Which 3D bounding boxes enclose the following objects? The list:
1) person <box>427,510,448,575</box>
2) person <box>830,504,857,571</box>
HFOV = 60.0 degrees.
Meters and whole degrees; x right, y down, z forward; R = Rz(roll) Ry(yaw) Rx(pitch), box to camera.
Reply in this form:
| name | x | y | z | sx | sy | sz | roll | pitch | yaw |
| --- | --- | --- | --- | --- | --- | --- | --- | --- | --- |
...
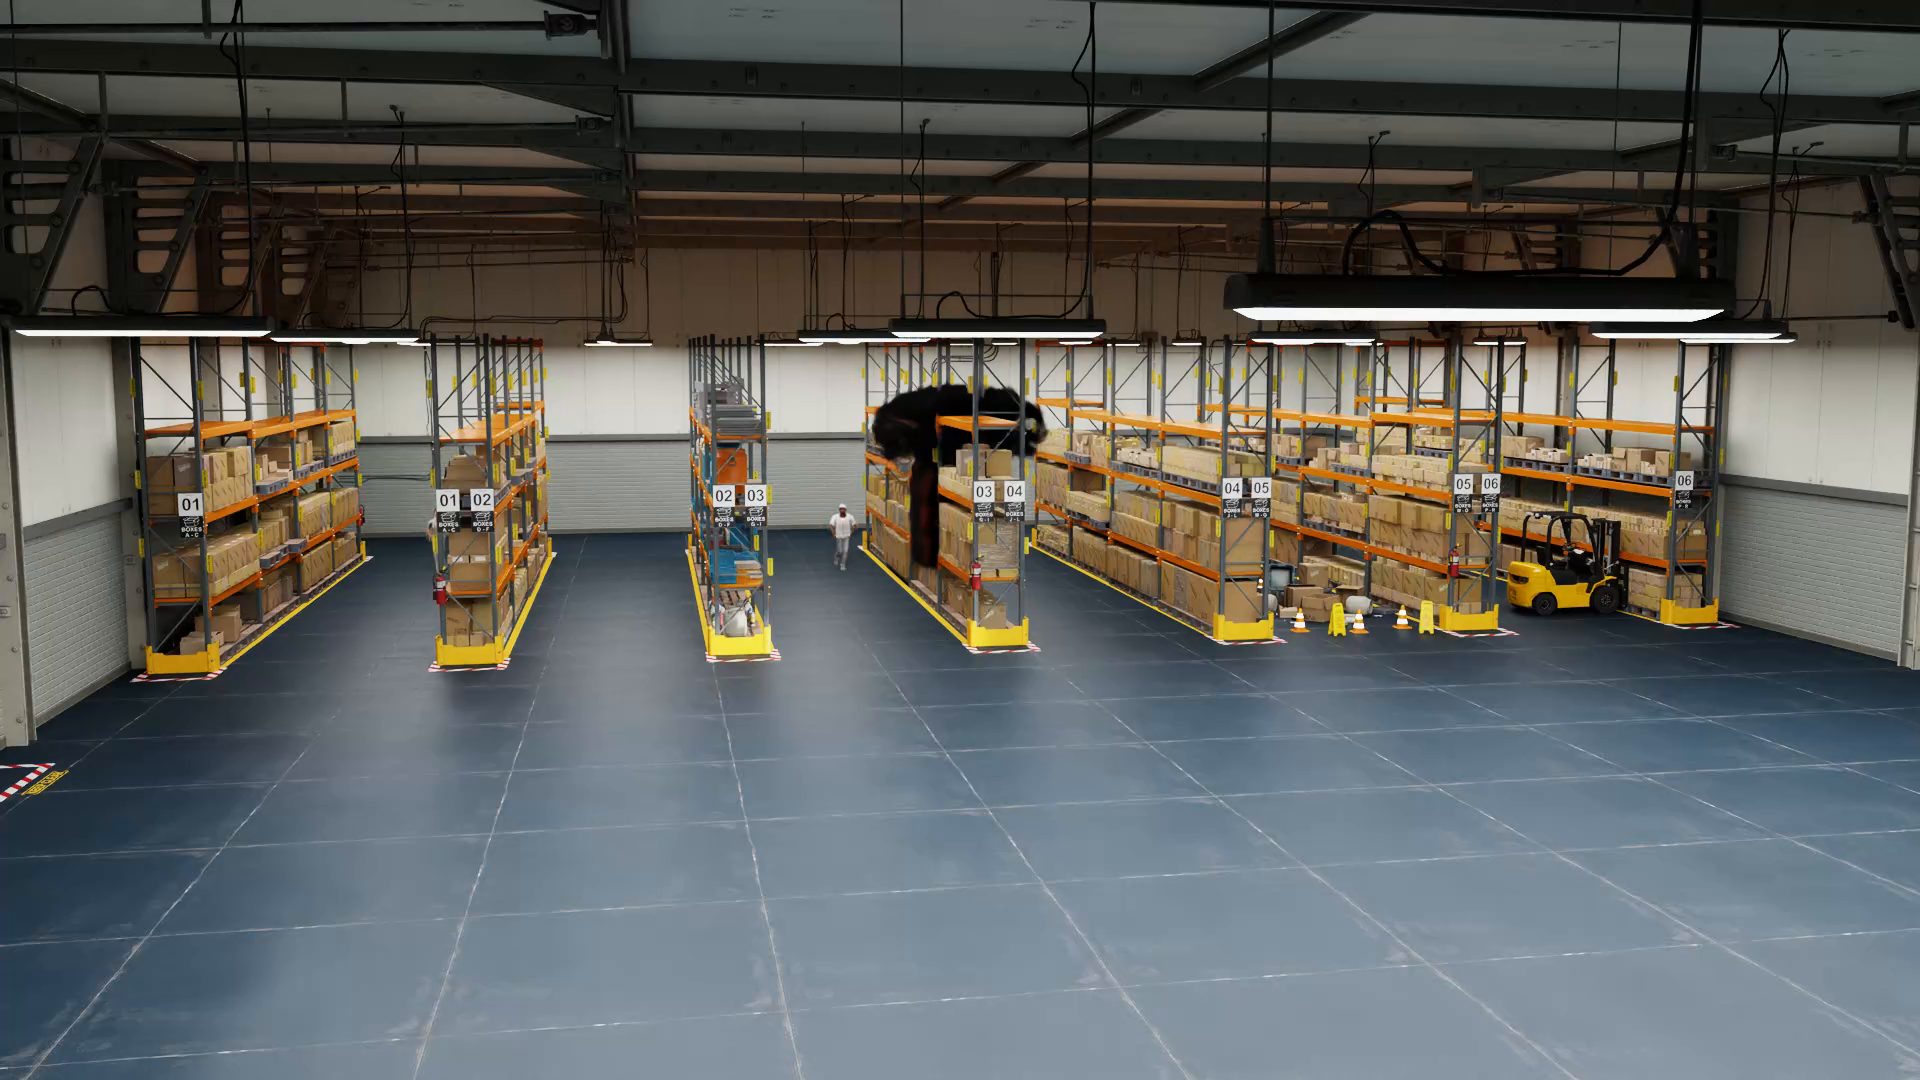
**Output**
| name | x | y | z | sx | sy | sz | roll | pitch | yaw |
| --- | --- | --- | --- | --- | --- | --- | --- | --- | --- |
| person | -13.362 | 0.030 | 42.593 | 0.547 | 1.641 | 0.877 | -2 | 7 | -16 |
| person | -3.030 | -0.084 | 43.280 | 0.691 | 1.734 | 0.624 | -1 | 7 | -8 |
